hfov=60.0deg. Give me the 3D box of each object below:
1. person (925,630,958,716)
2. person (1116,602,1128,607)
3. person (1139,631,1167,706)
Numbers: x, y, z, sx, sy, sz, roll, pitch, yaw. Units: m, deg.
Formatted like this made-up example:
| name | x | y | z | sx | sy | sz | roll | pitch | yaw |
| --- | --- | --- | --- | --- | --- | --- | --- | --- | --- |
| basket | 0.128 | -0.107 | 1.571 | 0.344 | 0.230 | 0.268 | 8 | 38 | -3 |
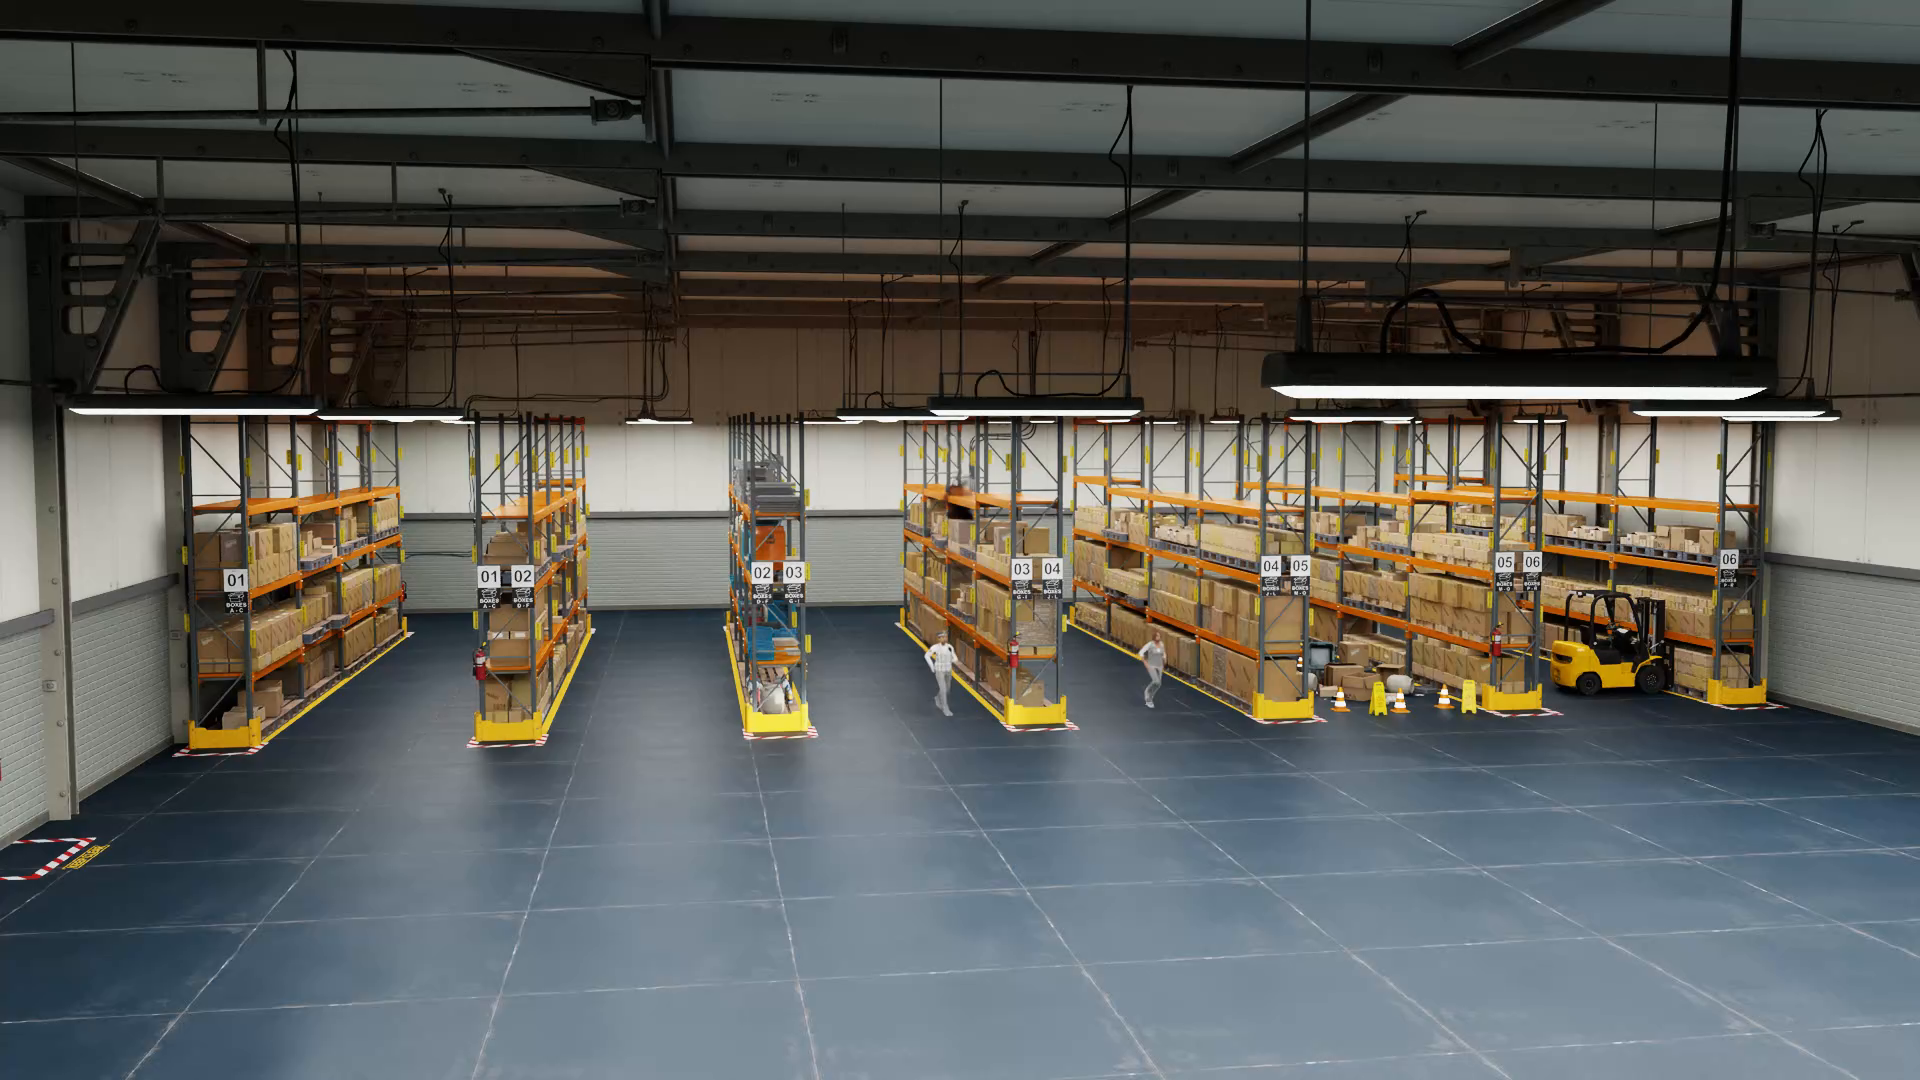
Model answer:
| name | x | y | z | sx | sy | sz | roll | pitch | yaw |
| --- | --- | --- | --- | --- | --- | --- | --- | --- | --- |
| person | -0.345 | 2.615 | 33.076 | 0.618 | 1.673 | 0.927 | -2 | 4 | -27 |
| person | 4.940 | 1.496 | 50.582 | 1.007 | 1.564 | 0.707 | -3 | 5 | -34 |
| person | 3.994 | 2.635 | 33.980 | 0.540 | 1.556 | 0.552 | -2 | 4 | -27 |
